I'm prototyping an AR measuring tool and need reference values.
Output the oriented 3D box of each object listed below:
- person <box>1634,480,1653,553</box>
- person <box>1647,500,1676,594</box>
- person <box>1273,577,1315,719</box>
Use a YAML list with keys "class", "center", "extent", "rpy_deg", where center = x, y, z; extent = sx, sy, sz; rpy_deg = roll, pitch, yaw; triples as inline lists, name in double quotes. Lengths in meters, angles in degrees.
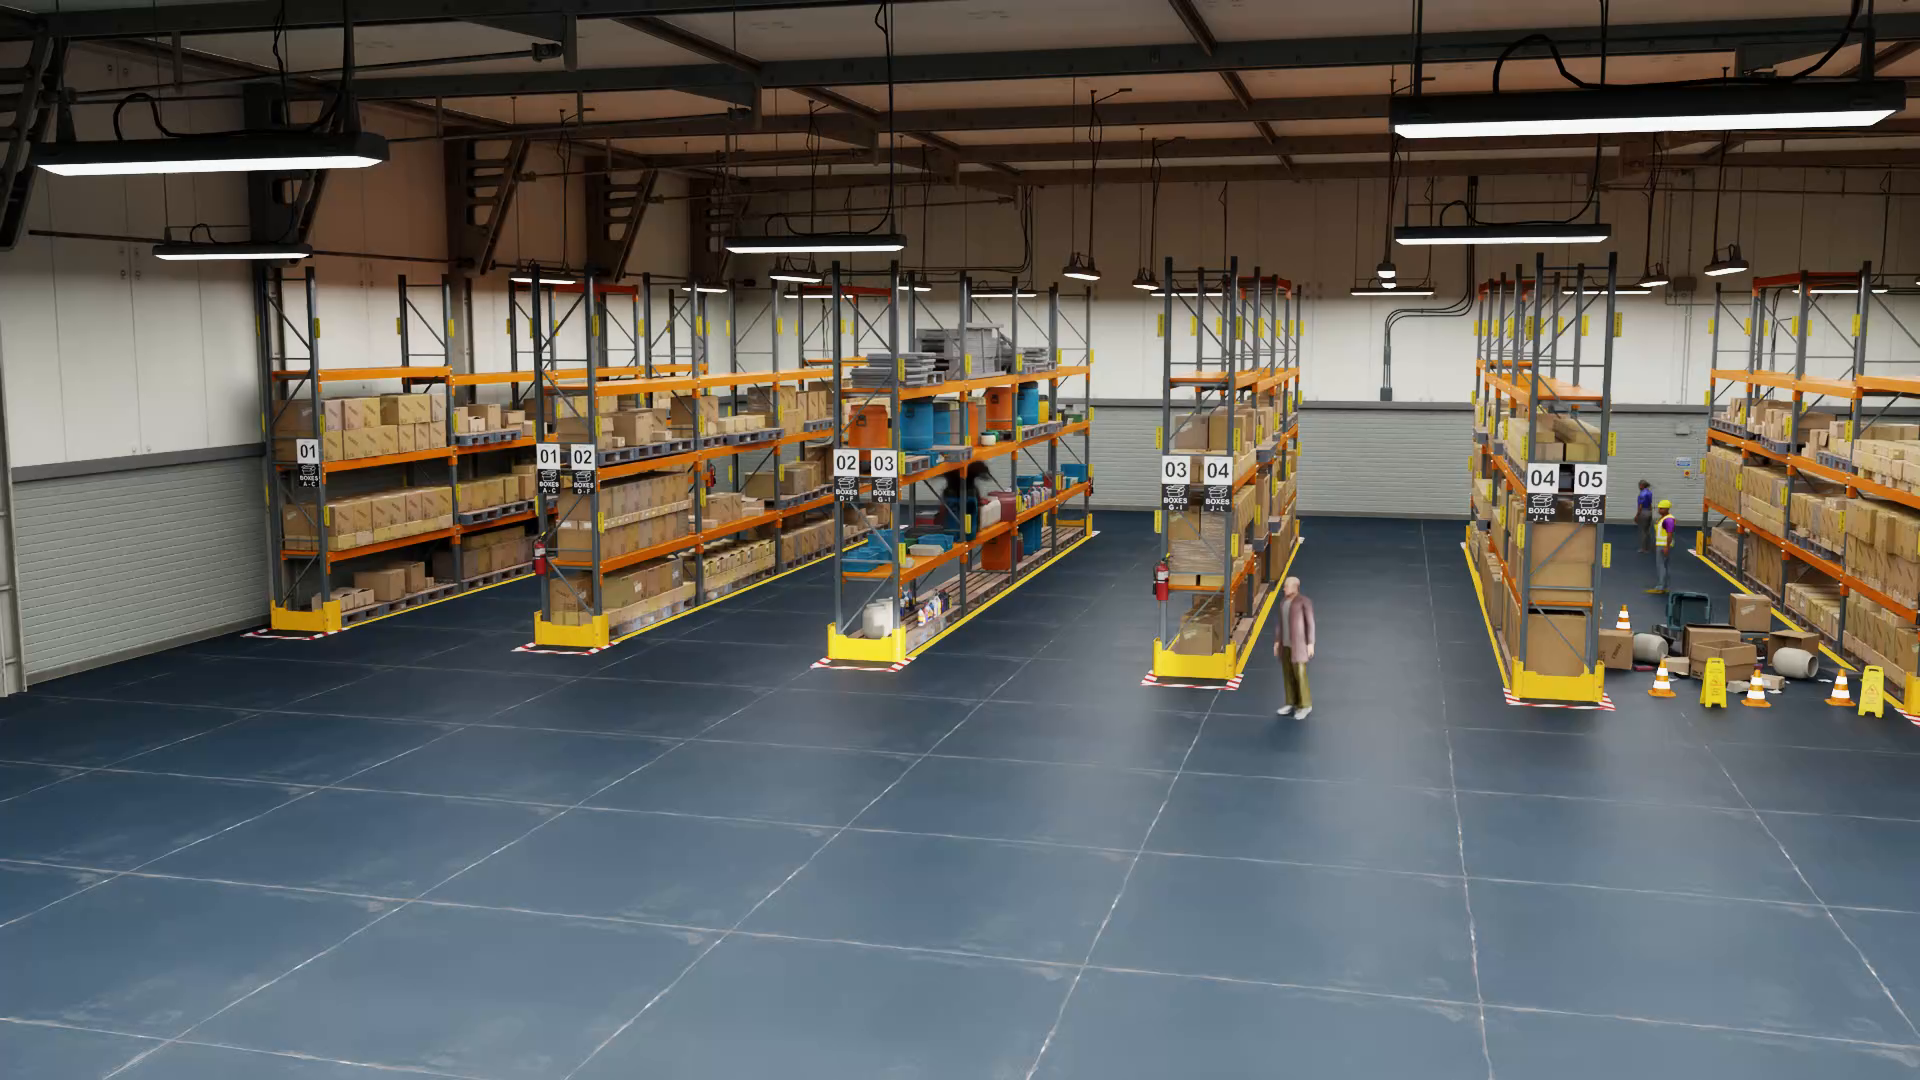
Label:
- class: "person"
  center: [15.353, -0.525, 37.316]
  extent: [0.341, 1.673, 0.553]
  rpy_deg: [7, 10, 42]
- class: "person"
  center: [13.380, 0.123, 31.656]
  extent: [0.430, 1.770, 0.621]
  rpy_deg: [4, 8, 30]
- class: "person"
  center: [4.306, 1.394, 21.645]
  extent: [0.406, 1.826, 0.637]
  rpy_deg: [-5, 9, -36]
